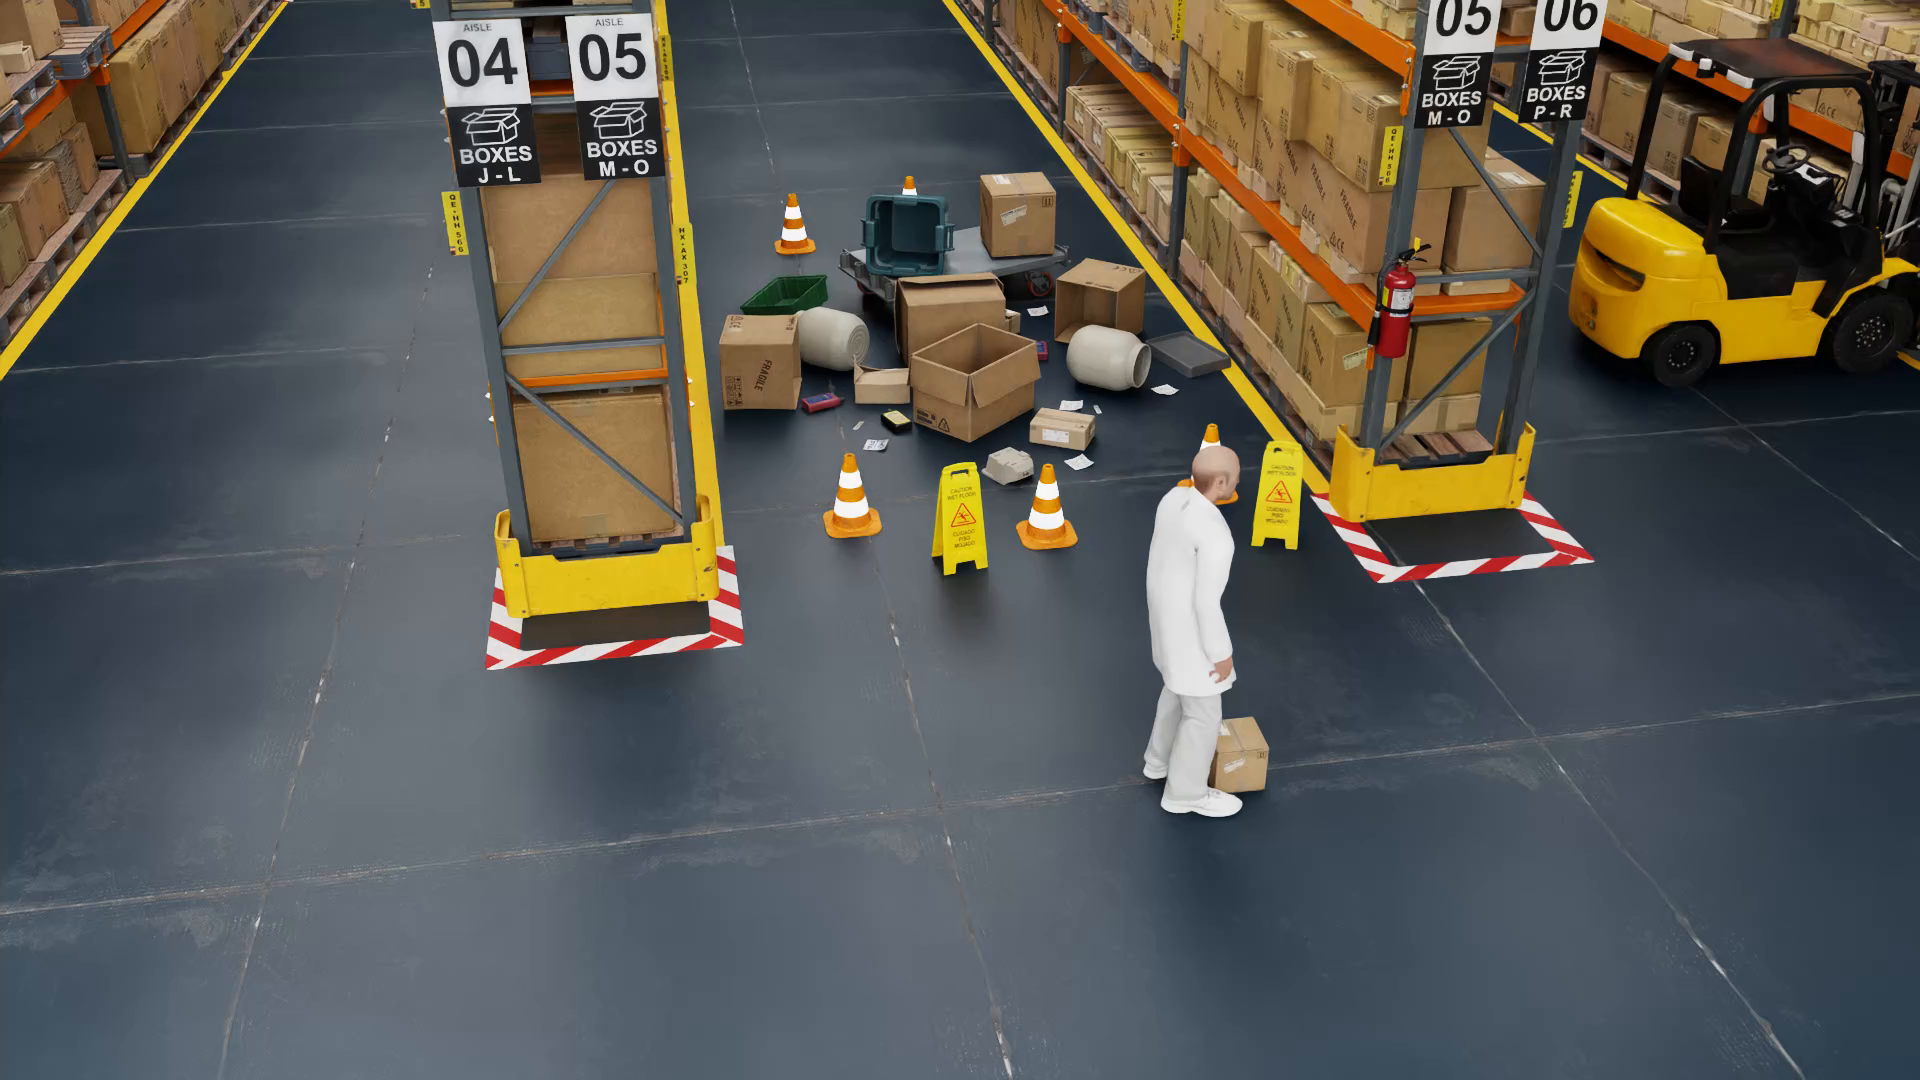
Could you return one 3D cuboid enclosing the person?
[{"bbox_3d":[1.055,0.388,7.493,0.429,1.772,0.649,-7,31,-12],"label":"person"}]
